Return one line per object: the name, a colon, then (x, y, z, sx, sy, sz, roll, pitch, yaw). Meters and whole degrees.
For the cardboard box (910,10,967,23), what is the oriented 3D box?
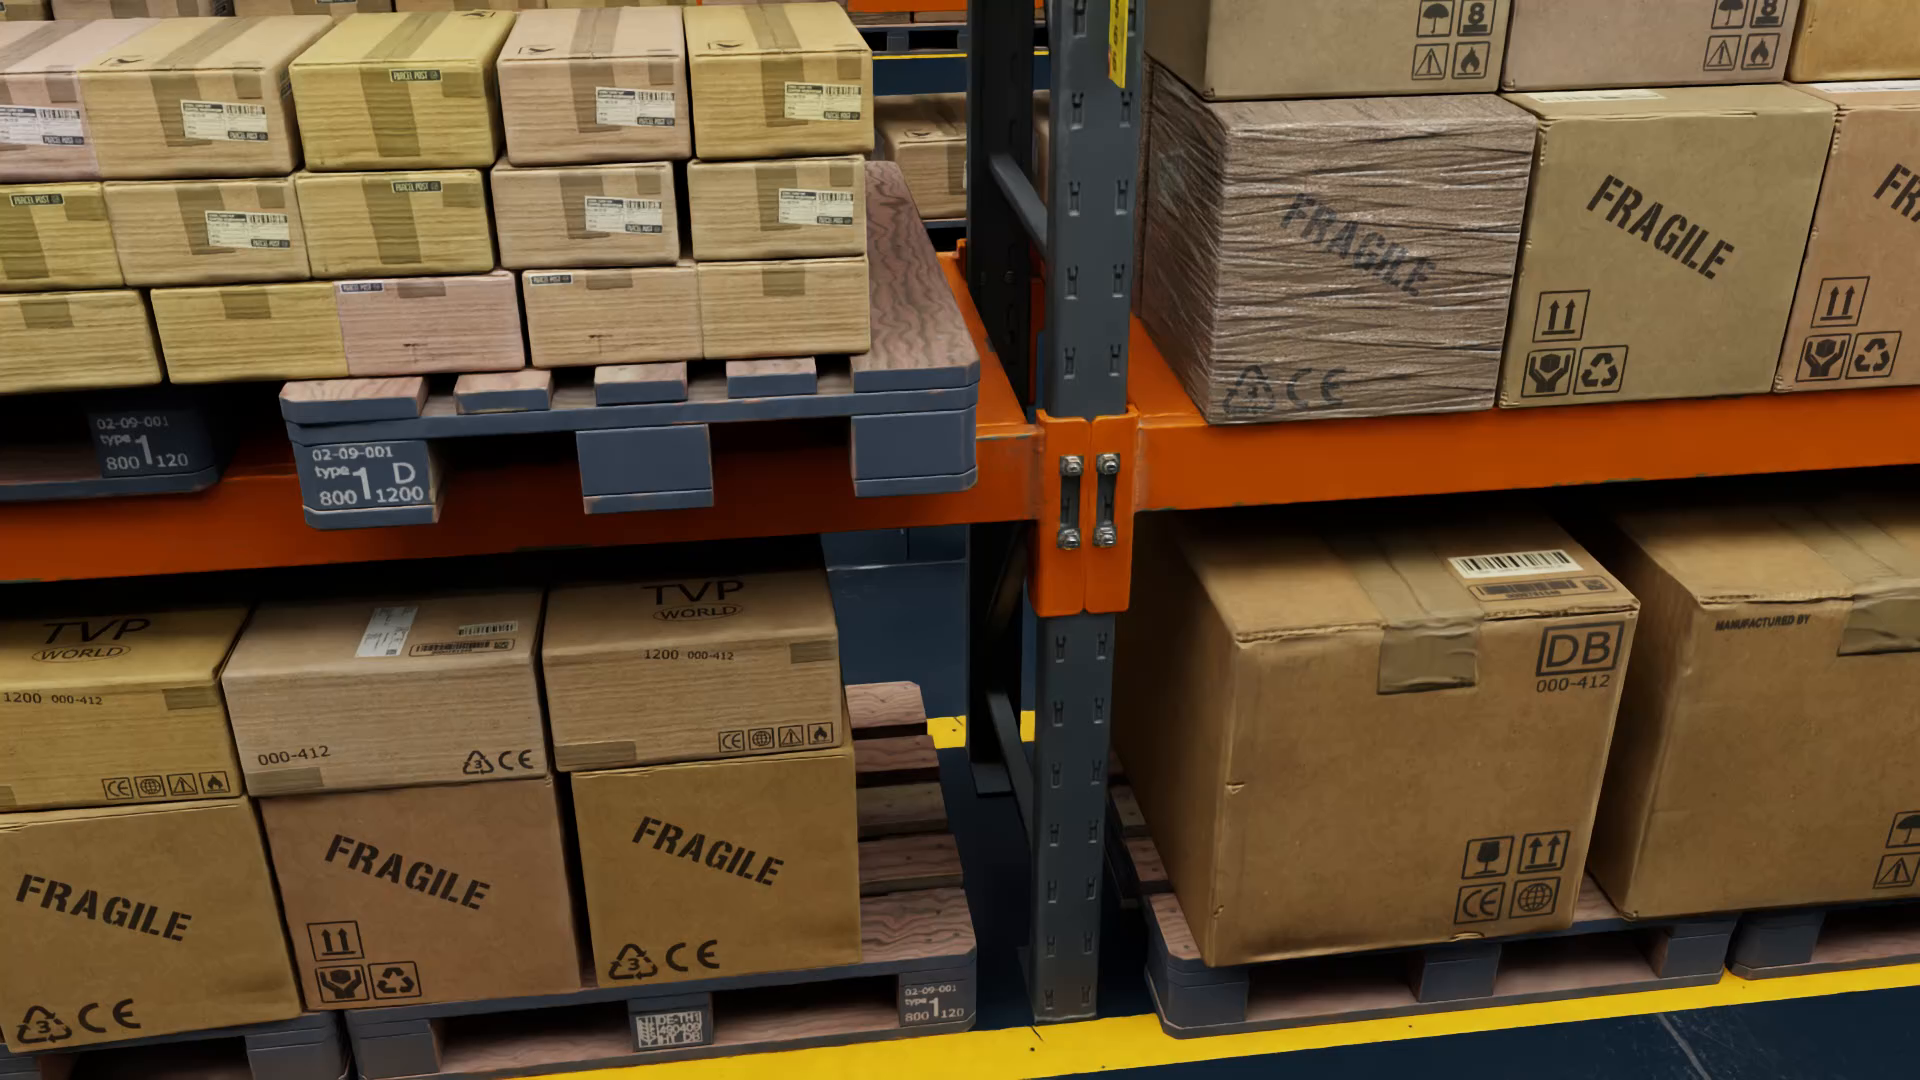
cardboard box: (-0.075, -4.270, 12.428, 0.625, 0.625, 0.875, -3, 27, -5)

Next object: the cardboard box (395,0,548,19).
cardboard box: (-0.849, -0.952, 2.984, 0.250, 0.149, 0.380, -4, 27, -7)

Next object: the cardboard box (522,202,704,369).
cardboard box: (-0.526, -0.407, 2.573, 0.250, 0.149, 0.380, -4, 27, -7)

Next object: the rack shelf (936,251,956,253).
rack shelf: (-0.053, -0.707, 4.879, 0.240, 0.259, 0.215, -4, 27, -7)

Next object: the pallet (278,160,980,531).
pallet: (-0.546, -0.407, 2.968, 1.003, 0.211, 1.213, -4, 27, -7)

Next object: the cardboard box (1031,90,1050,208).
cardboard box: (0.645, -1.917, 8.119, 0.625, 0.372, 0.950, -4, 27, -8)

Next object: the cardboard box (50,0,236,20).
cardboard box: (-1.379, -0.918, 2.916, 0.250, 0.149, 0.380, -2, 27, -5)

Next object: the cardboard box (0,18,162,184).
cardboard box: (-1.289, -0.625, 2.345, 0.250, 0.149, 0.380, -4, 27, -7)

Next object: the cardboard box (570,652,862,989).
cardboard box: (-0.471, 0.499, 3.270, 0.500, 0.500, 0.500, -4, 27, -7)

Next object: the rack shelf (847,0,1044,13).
rack shelf: (1.335, -2.625, 7.867, 4.000, 0.370, 1.077, -4, 27, -7)

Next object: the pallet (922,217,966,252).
pallet: (0.129, -1.626, 8.188, 1.213, 0.211, 1.003, -4, 27, -7)

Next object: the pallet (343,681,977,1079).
pallet: (-0.629, 0.703, 3.648, 1.213, 0.211, 1.003, -4, 27, -7)

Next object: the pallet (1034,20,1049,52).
pallet: (0.686, -3.931, 12.681, 1.213, 0.211, 1.003, -4, 27, -7)

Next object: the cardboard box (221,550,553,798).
cardboard box: (-0.995, 0.205, 3.022, 0.500, 0.250, 0.500, -3, 27, -6)

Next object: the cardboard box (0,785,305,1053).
cardboard box: (-1.507, 0.571, 3.129, 0.500, 0.500, 0.500, -5, 28, -9)

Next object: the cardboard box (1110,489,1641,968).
cardboard box: (0.760, 0.230, 3.521, 0.750, 0.750, 1.050, -4, 27, -8)

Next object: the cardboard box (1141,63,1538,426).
cardboard box: (0.627, -0.537, 2.902, 0.500, 0.500, 0.500, -3, 27, -7)

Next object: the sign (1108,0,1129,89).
sign: (0.230, -0.821, 2.384, 0.005, 0.325, 0.100, -4, 27, -7)

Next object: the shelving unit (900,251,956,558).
shelving unit: (-0.053, -0.464, 5.004, 0.252, 1.050, 0.215, -4, 27, -7)

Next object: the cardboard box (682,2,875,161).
cardboard box: (-0.277, -0.688, 2.468, 0.250, 0.149, 0.380, -5, 28, -9)

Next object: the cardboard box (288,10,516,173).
cardboard box: (-0.785, -0.656, 2.406, 0.250, 0.149, 0.380, -3, 27, -6)

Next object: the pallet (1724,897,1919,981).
pallet: (2.141, 0.562, 3.923, 1.213, 0.211, 1.003, -4, 27, -7)

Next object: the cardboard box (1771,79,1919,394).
cardboard box: (1.629, -0.603, 3.029, 0.500, 0.500, 0.500, -4, 27, -7)

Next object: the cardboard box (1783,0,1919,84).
cardboard box: (1.599, -1.166, 3.032, 0.500, 0.500, 0.700, -4, 27, -8)

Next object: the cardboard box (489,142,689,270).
cardboard box: (-0.545, -0.539, 2.503, 0.250, 0.149, 0.380, -3, 27, -5)

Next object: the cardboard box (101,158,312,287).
cardboard box: (-1.053, -0.505, 2.438, 0.250, 0.149, 0.380, -4, 27, -7)

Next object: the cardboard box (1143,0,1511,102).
cardboard box: (0.591, -1.100, 2.902, 0.500, 0.500, 0.700, -4, 27, -7)

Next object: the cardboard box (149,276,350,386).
cardboard box: (-1.028, -0.376, 2.513, 0.250, 0.149, 0.380, -4, 27, -8)

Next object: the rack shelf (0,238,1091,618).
rack shelf: (-1.836, -0.139, 3.023, 4.000, 0.370, 1.077, -4, 27, -7)

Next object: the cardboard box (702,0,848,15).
cardboard box: (-0.344, -0.984, 3.045, 0.250, 0.149, 0.380, -4, 27, -7)
